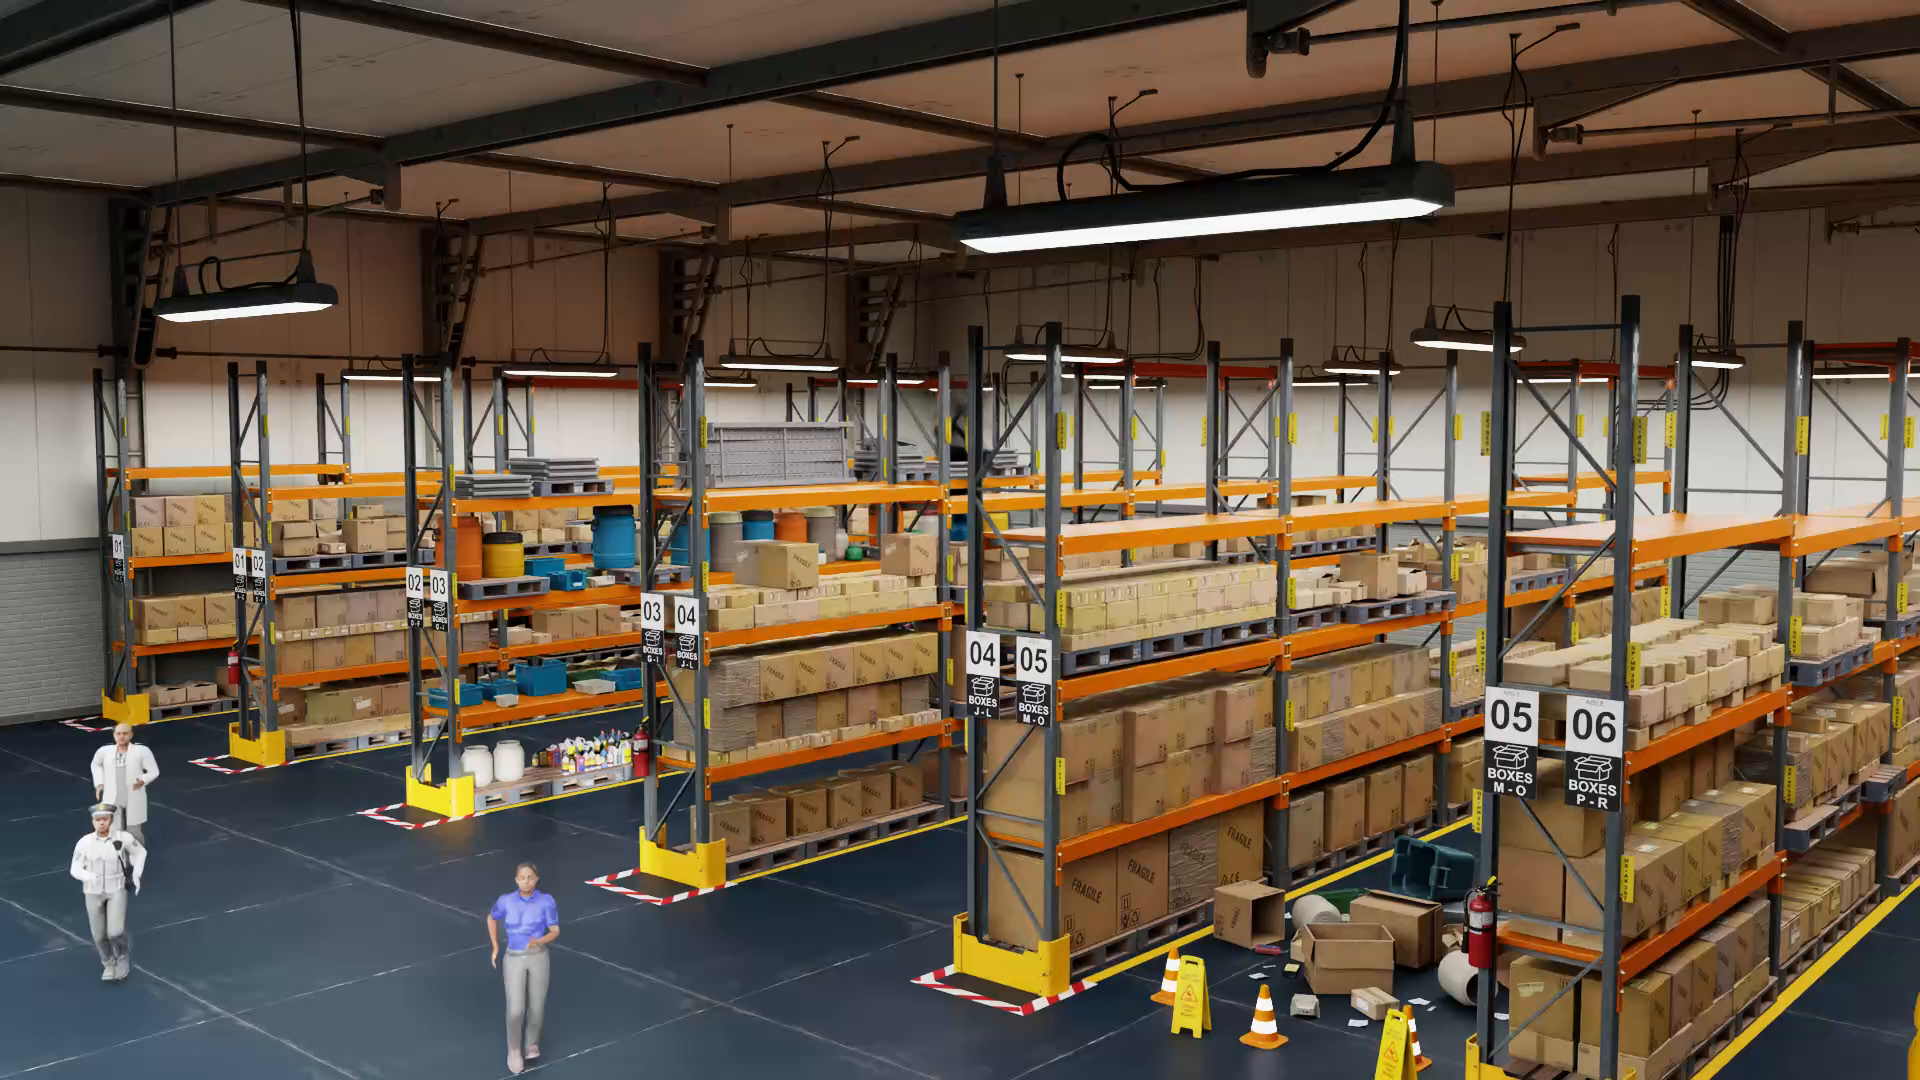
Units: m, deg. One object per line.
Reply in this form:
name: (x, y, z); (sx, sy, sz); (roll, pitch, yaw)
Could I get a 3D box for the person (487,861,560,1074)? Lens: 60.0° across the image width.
person: (-3.437, 3.376, 13.146); (0.544, 1.662, 0.676); (-1, 4, -18)

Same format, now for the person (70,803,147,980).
person: (-7.745, 3.208, 15.110); (0.590, 1.660, 0.619); (-1, 4, -18)

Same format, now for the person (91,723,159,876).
person: (-9.280, 2.919, 18.477); (0.710, 1.788, 1.034); (-1, 4, -19)
